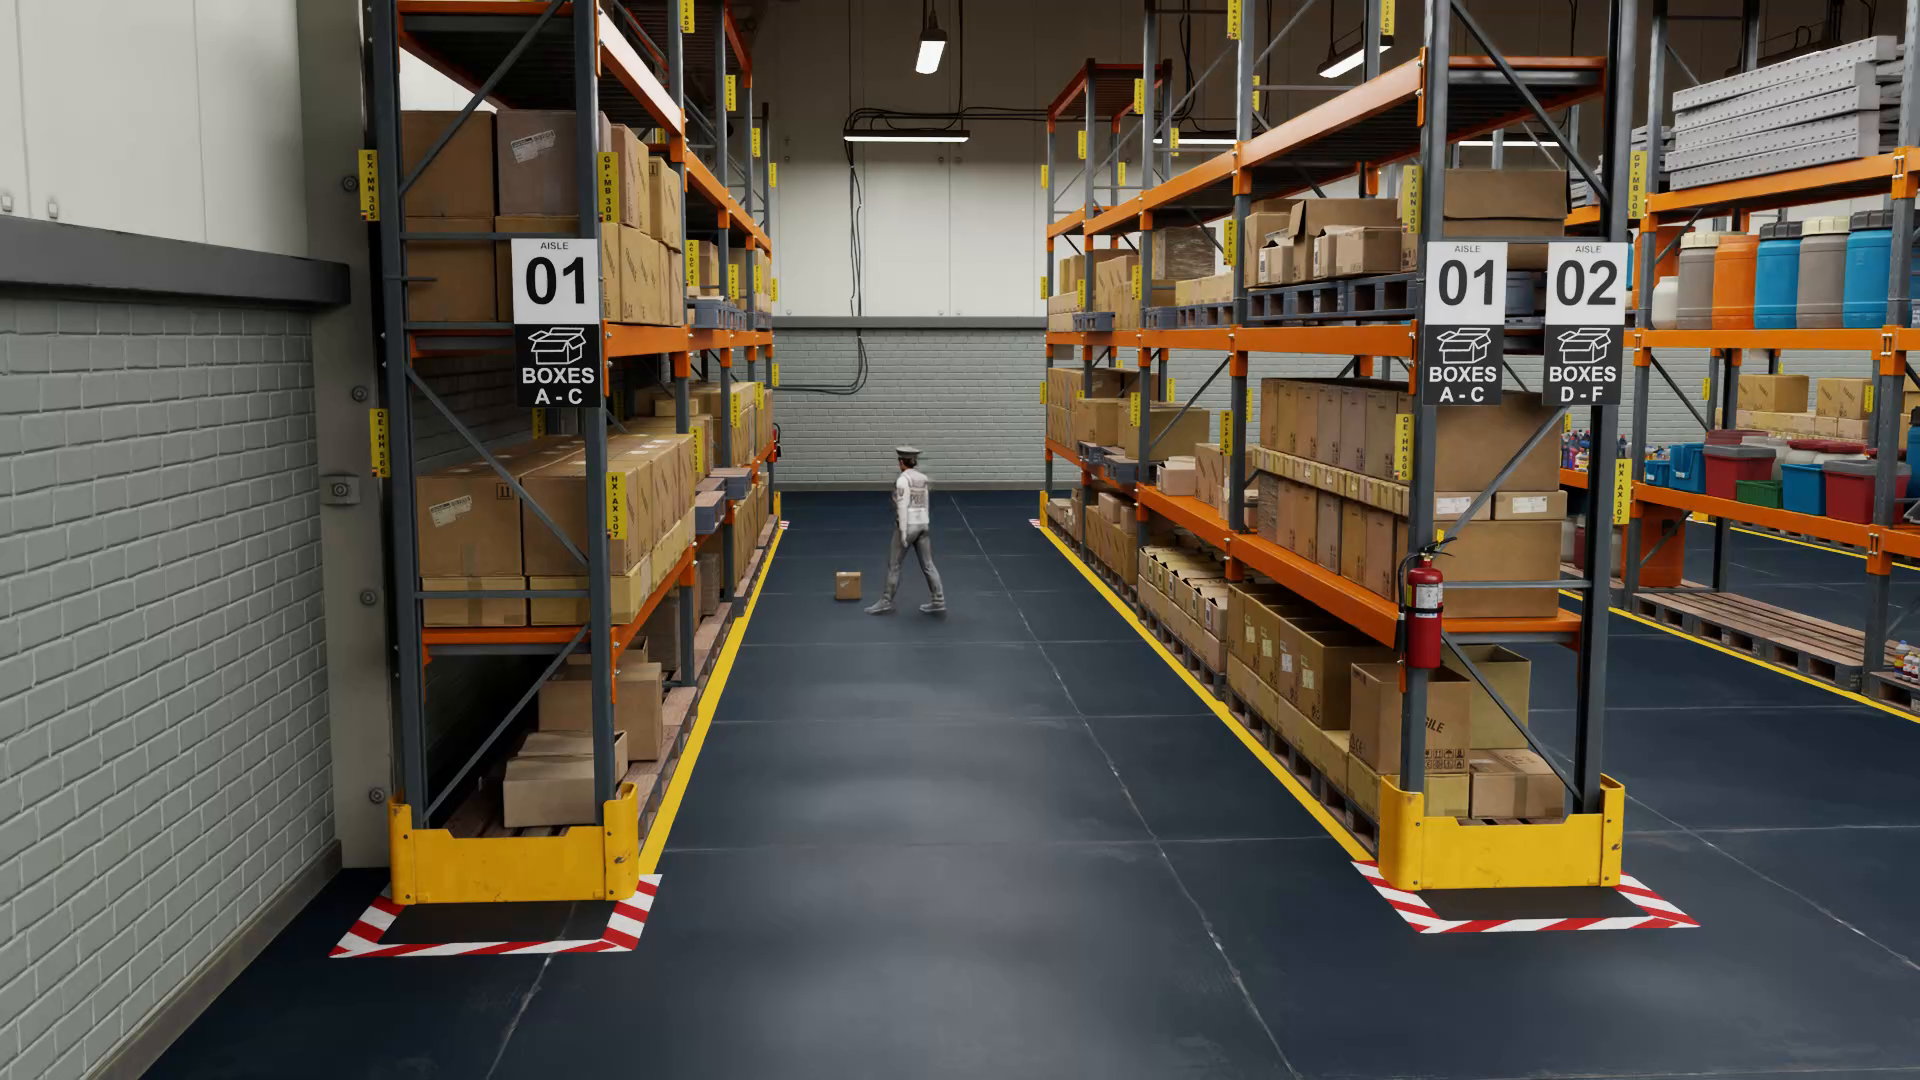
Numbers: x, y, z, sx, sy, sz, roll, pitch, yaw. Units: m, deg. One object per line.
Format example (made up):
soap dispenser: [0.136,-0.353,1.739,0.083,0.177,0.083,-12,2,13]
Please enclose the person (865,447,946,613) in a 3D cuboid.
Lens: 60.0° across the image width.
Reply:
person: [-0.502,-0.094,16.551,0.759,1.656,0.568,5,8,34]
